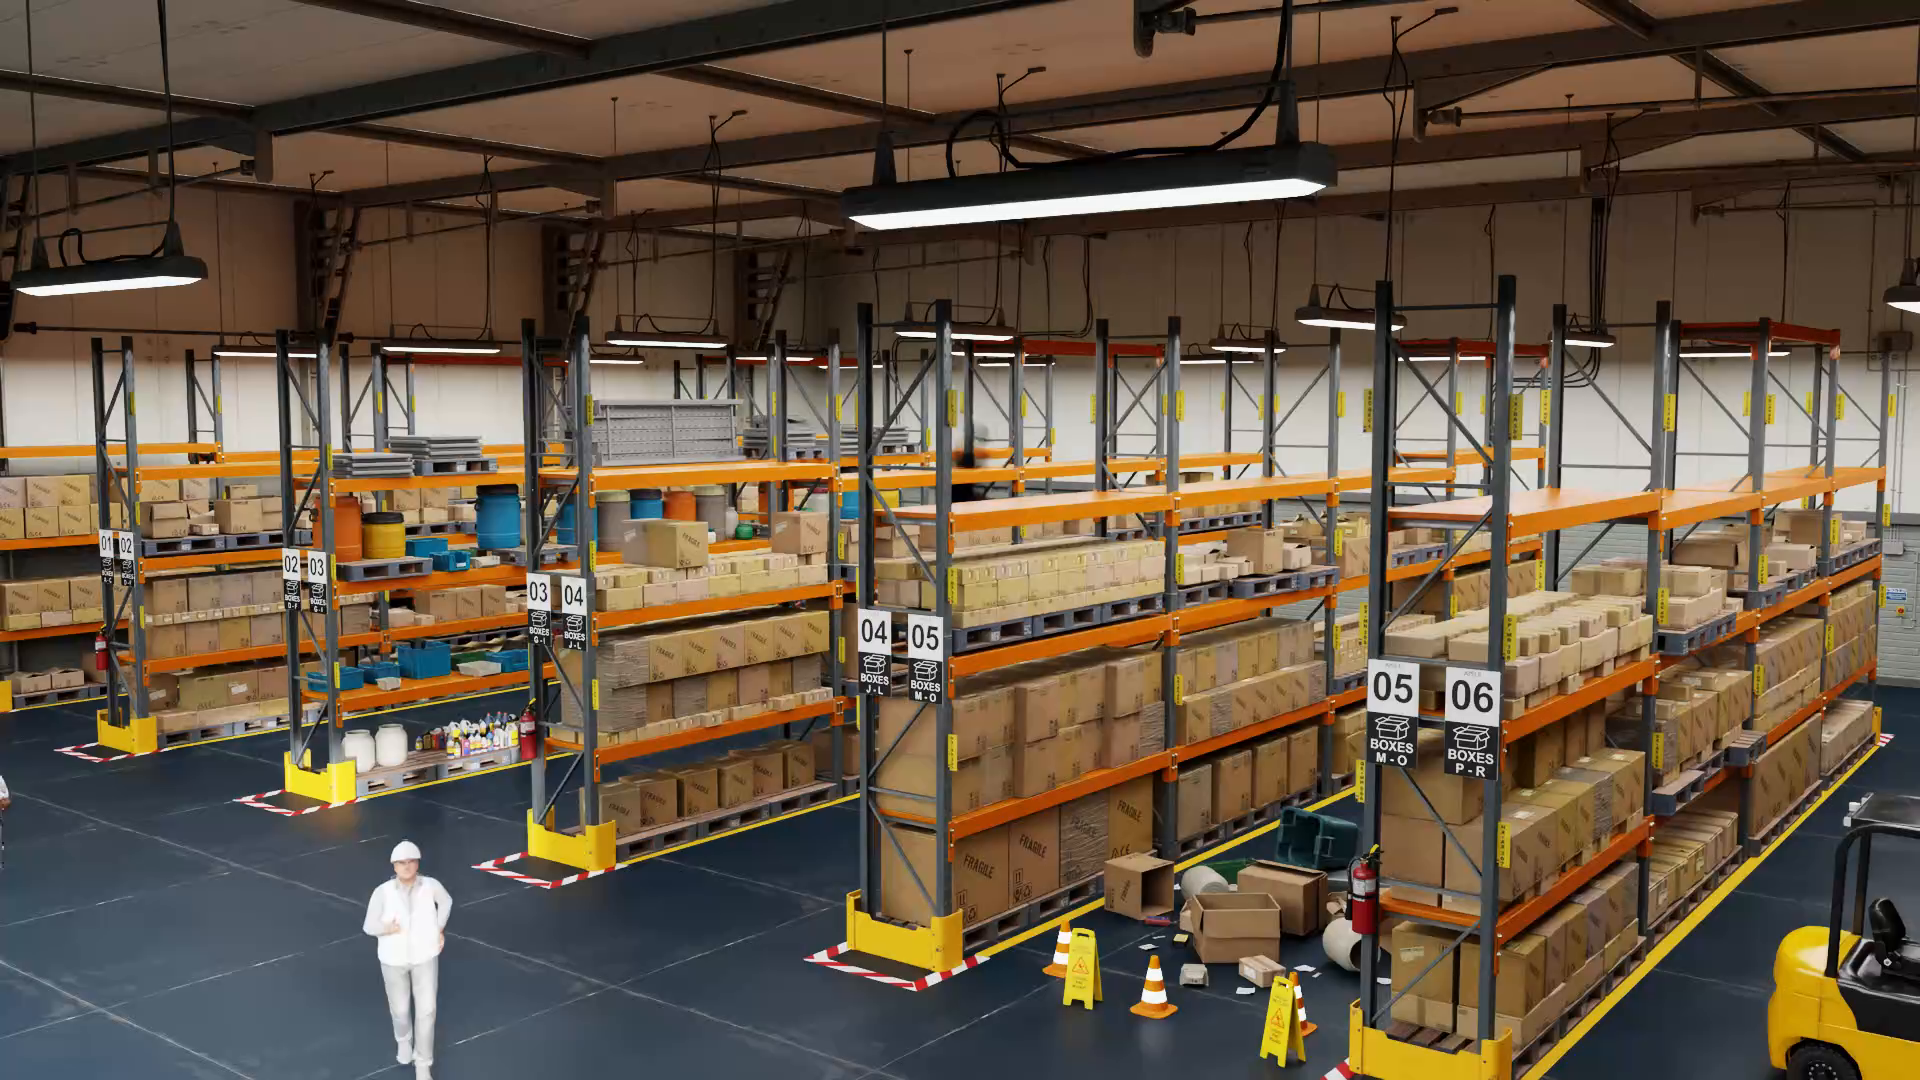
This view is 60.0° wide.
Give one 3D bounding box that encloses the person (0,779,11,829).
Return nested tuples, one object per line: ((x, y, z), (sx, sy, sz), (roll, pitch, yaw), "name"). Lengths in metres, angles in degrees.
((-9.683, 2.878, 16.407), (0.580, 1.676, 0.935), (-3, 6, -29), "person")

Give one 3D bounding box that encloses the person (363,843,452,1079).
((-4.135, 3.169, 12.497), (0.651, 1.789, 0.881), (-2, 5, -19), "person")
